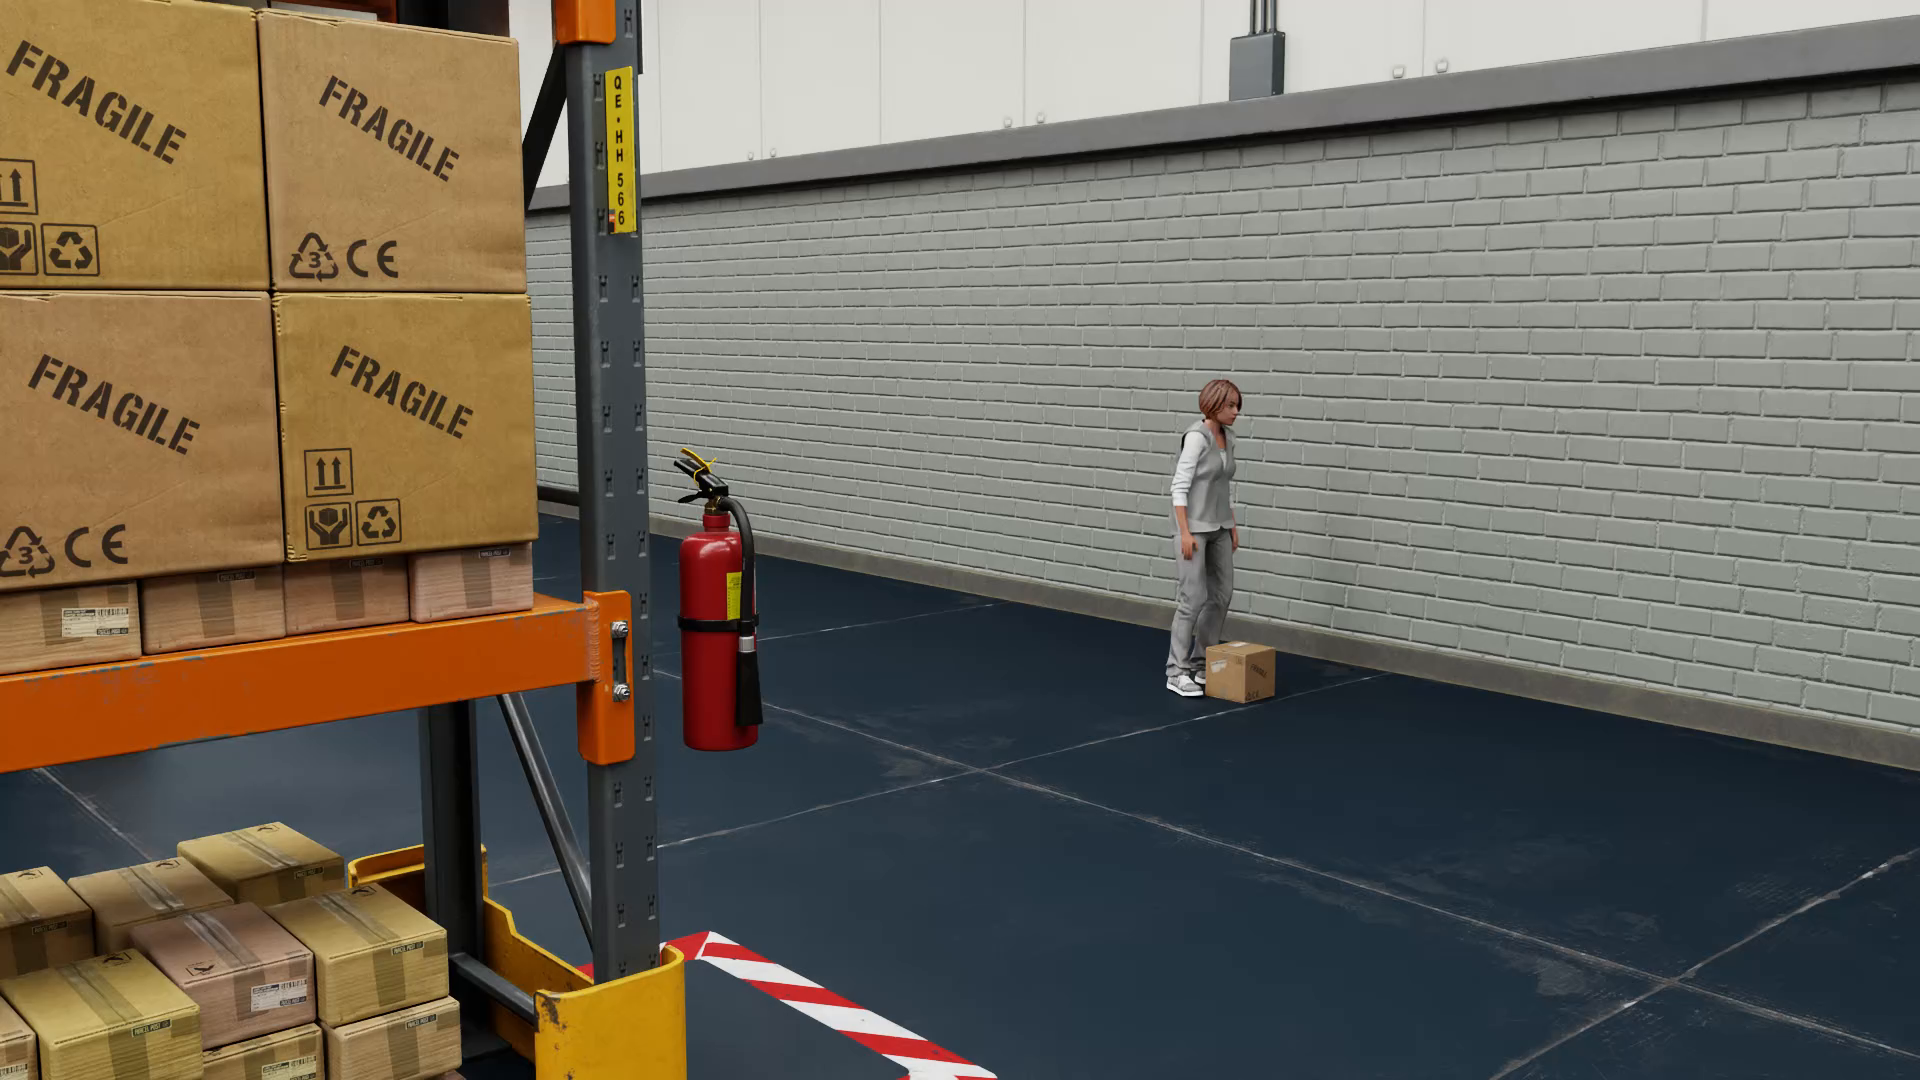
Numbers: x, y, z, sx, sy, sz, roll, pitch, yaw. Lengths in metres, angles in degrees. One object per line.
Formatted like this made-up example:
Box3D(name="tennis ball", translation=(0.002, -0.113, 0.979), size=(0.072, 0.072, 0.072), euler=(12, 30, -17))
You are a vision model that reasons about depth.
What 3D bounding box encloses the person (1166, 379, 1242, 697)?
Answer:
Box3D(name="person", translation=(1.253, -0.023, 8.506), size=(0.485, 1.593, 0.346), euler=(-7, 11, -44))
